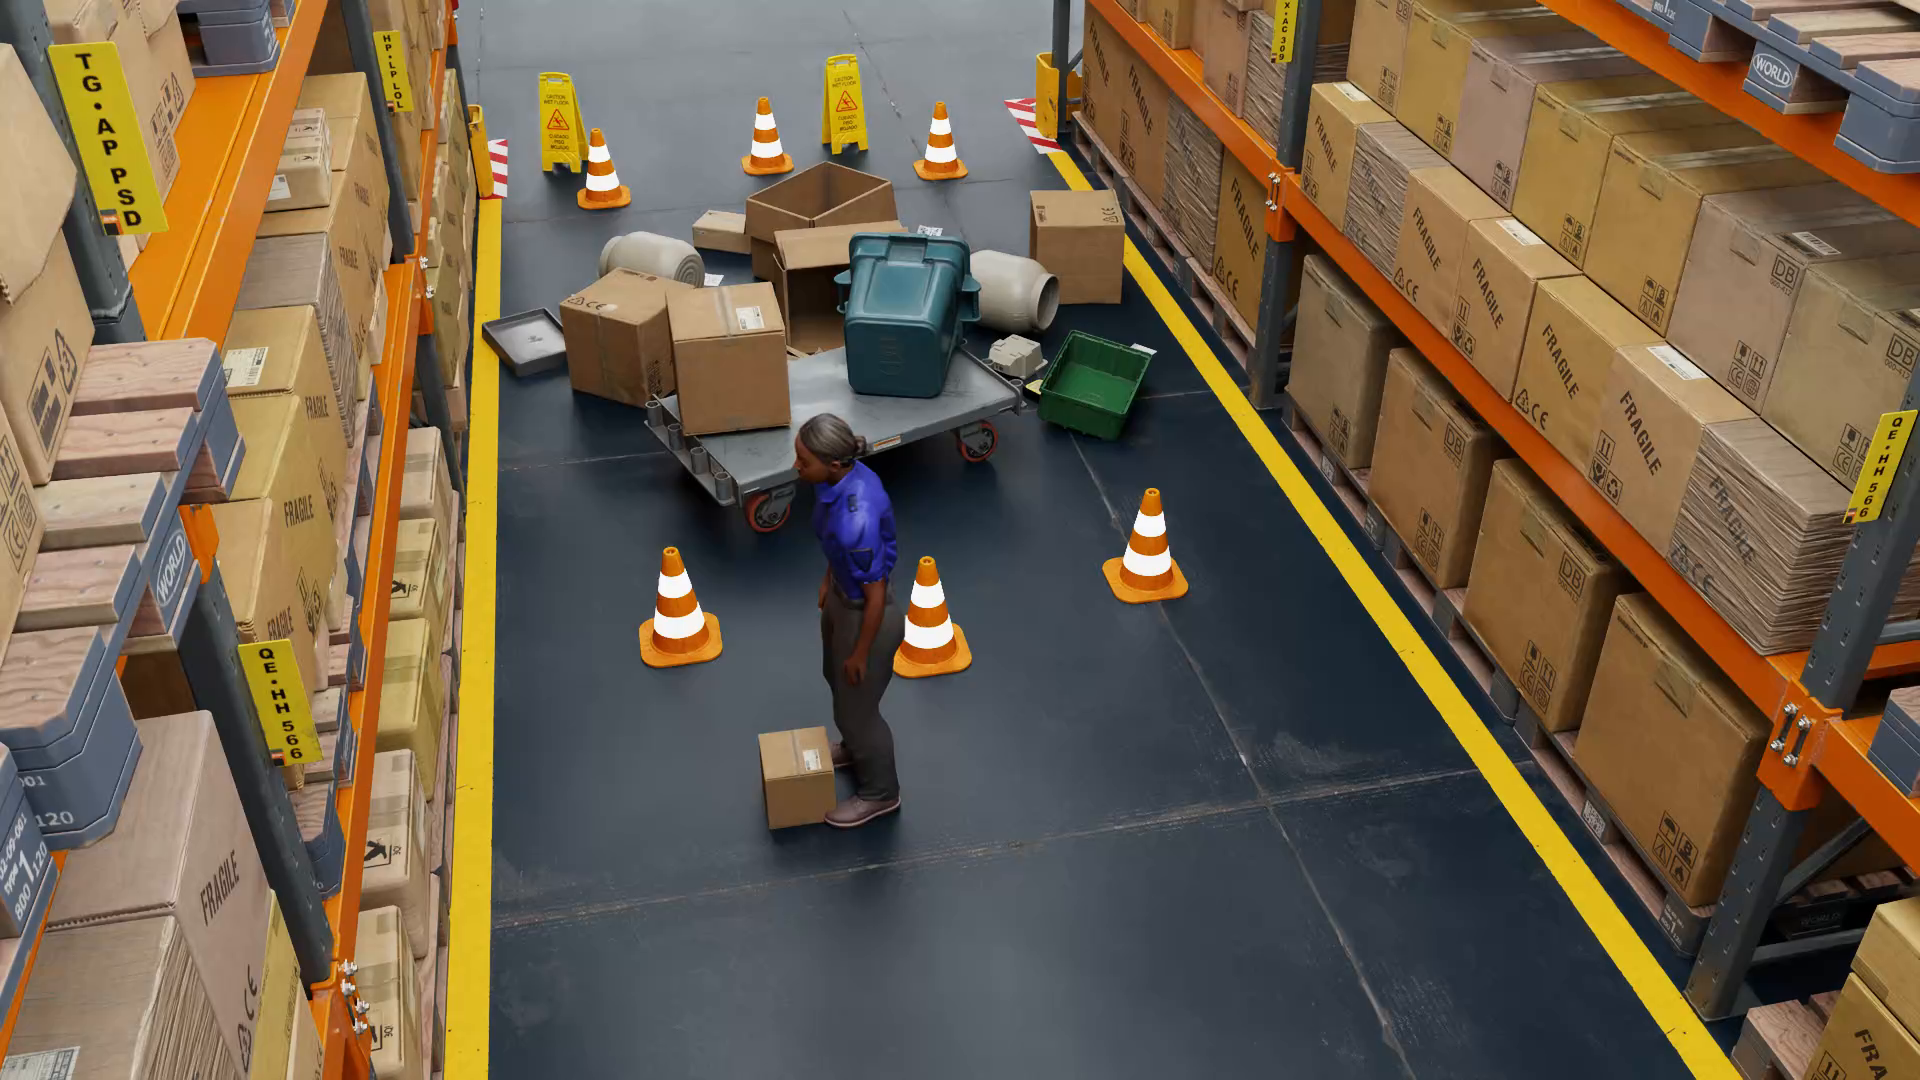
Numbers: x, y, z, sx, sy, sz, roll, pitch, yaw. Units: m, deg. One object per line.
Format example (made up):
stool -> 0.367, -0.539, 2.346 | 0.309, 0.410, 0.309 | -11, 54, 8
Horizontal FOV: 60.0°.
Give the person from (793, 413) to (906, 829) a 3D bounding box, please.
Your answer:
person -> -0.376, 0.261, 5.768 | 0.349, 1.655, 0.526 | -8, 35, -12
